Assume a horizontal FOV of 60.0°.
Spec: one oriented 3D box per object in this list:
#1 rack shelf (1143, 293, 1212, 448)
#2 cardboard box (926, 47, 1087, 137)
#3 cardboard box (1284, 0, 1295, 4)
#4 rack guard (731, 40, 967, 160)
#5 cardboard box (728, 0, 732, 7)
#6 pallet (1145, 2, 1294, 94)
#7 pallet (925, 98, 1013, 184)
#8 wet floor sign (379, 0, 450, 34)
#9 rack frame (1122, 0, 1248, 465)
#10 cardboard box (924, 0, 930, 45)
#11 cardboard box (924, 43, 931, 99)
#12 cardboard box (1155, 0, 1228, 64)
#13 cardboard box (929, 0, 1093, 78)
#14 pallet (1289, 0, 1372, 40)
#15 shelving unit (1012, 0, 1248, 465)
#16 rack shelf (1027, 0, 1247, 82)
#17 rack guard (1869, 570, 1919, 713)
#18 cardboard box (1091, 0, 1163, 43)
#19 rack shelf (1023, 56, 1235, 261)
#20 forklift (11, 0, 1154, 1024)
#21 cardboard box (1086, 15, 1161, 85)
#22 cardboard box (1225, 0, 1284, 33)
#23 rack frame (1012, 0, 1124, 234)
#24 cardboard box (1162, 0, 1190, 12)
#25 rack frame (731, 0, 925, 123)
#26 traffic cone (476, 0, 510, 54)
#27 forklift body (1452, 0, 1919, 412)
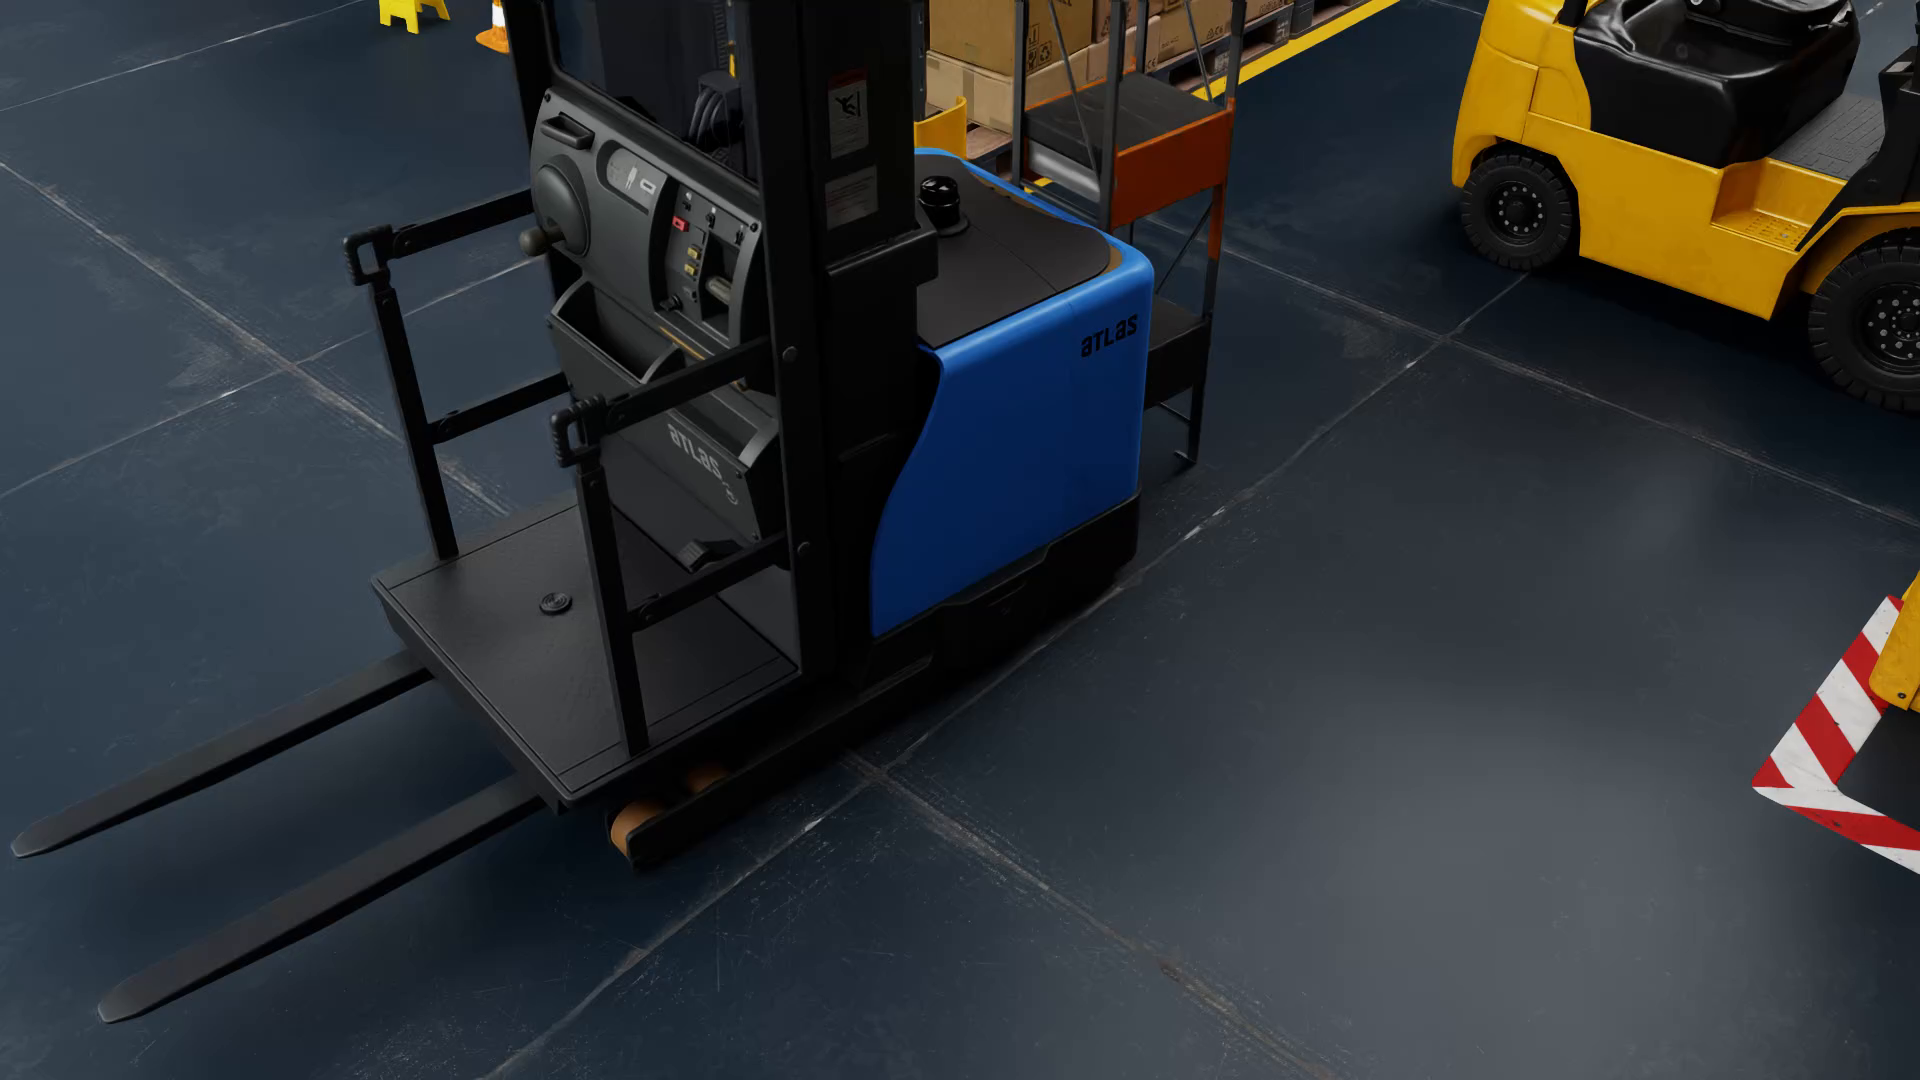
[{"bbox_3d":[0.473,-0.511,5.353,0.480,0.518,0.431,-28,46,-31],"label":"rack shelf"},{"bbox_3d":[0.203,-2.020,7.252,0.500,0.250,0.500,29,47,32],"label":"cardboard box"},{"bbox_3d":[1.601,-2.970,8.446,0.500,0.250,0.500,28,46,31],"label":"cardboard box"},{"bbox_3d":[-0.494,-1.734,7.029,1.175,0.500,0.348,30,47,32],"label":"rack guard"},{"bbox_3d":[-1.153,-3.011,8.917,0.250,0.149,0.380,-11,40,-14],"label":"cardboard box"},{"bbox_3d":[0.903,-2.537,8.271,1.003,0.211,1.213,30,47,32],"label":"pallet"},{"bbox_3d":[0.080,-1.979,7.569,1.003,0.211,1.213,30,47,32],"label":"pallet"},{"bbox_3d":[-2.825,-2.943,8.433,0.267,0.644,0.232,22,43,25],"label":"wet floor sign"},{"bbox_3d":[0.659,-1.169,5.032,0.015,2.100,0.400,-28,46,-31],"label":"rack frame"},{"bbox_3d":[-0.197,-2.536,7.299,0.500,0.500,0.500,30,47,32],"label":"cardboard box"},{"bbox_3d":[-0.183,-2.261,7.555,0.500,0.250,0.500,29,47,32],"label":"cardboard box"},{"bbox_3d":[0.912,-2.507,7.865,0.500,0.250,0.500,-31,48,-33],"label":"cardboard box"},{"bbox_3d":[0.218,-2.324,7.032,0.500,0.500,0.500,28,46,31],"label":"cardboard box"},{"bbox_3d":[1.726,-3.100,8.979,1.003,0.211,1.213,30,47,32],"label":"pallet"},{"bbox_3d":[0.473,-1.070,4.908,0.503,2.100,0.431,-28,46,-31],"label":"shelving unit"},{"bbox_3d":[0.473,-1.607,4.481,0.480,0.518,0.431,-28,46,-31],"label":"rack shelf"},{"bbox_3d":[3.105,0.395,4.352,1.175,0.500,0.348,30,47,32],"label":"rack guard"},{"bbox_3d":[0.568,-2.566,7.337,0.500,0.500,0.500,28,46,30],"label":"cardboard box"},{"bbox_3d":[0.473,-1.059,4.917,0.480,0.518,0.431,-28,46,-31],"label":"rack shelf"},{"bbox_3d":[-0.905,-0.700,3.775,3.031,2.935,1.130,-28,46,-31],"label":"forklift"},{"bbox_3d":[0.553,-2.251,7.543,0.500,0.250,0.500,31,48,33],"label":"cardboard box"},{"bbox_3d":[1.254,-2.738,8.155,0.500,0.250,0.500,30,48,32],"label":"cardboard box"},{"bbox_3d":[0.288,-0.971,4.784,0.015,2.100,0.400,-28,46,-31],"label":"rack frame"},{"bbox_3d":[0.912,-2.793,7.622,0.500,0.500,0.500,31,48,33],"label":"cardboard box"},{"bbox_3d":[-0.545,-2.677,6.207,1.000,3.000,0.127,30,47,32],"label":"rack frame"},{"bbox_3d":[-2.256,-2.733,8.316,0.336,0.463,0.334,30,47,32],"label":"traffic cone"},{"bbox_3d":[3.054,-1.900,5.911,2.313,2.155,1.214,30,47,32],"label":"forklift body"}]
